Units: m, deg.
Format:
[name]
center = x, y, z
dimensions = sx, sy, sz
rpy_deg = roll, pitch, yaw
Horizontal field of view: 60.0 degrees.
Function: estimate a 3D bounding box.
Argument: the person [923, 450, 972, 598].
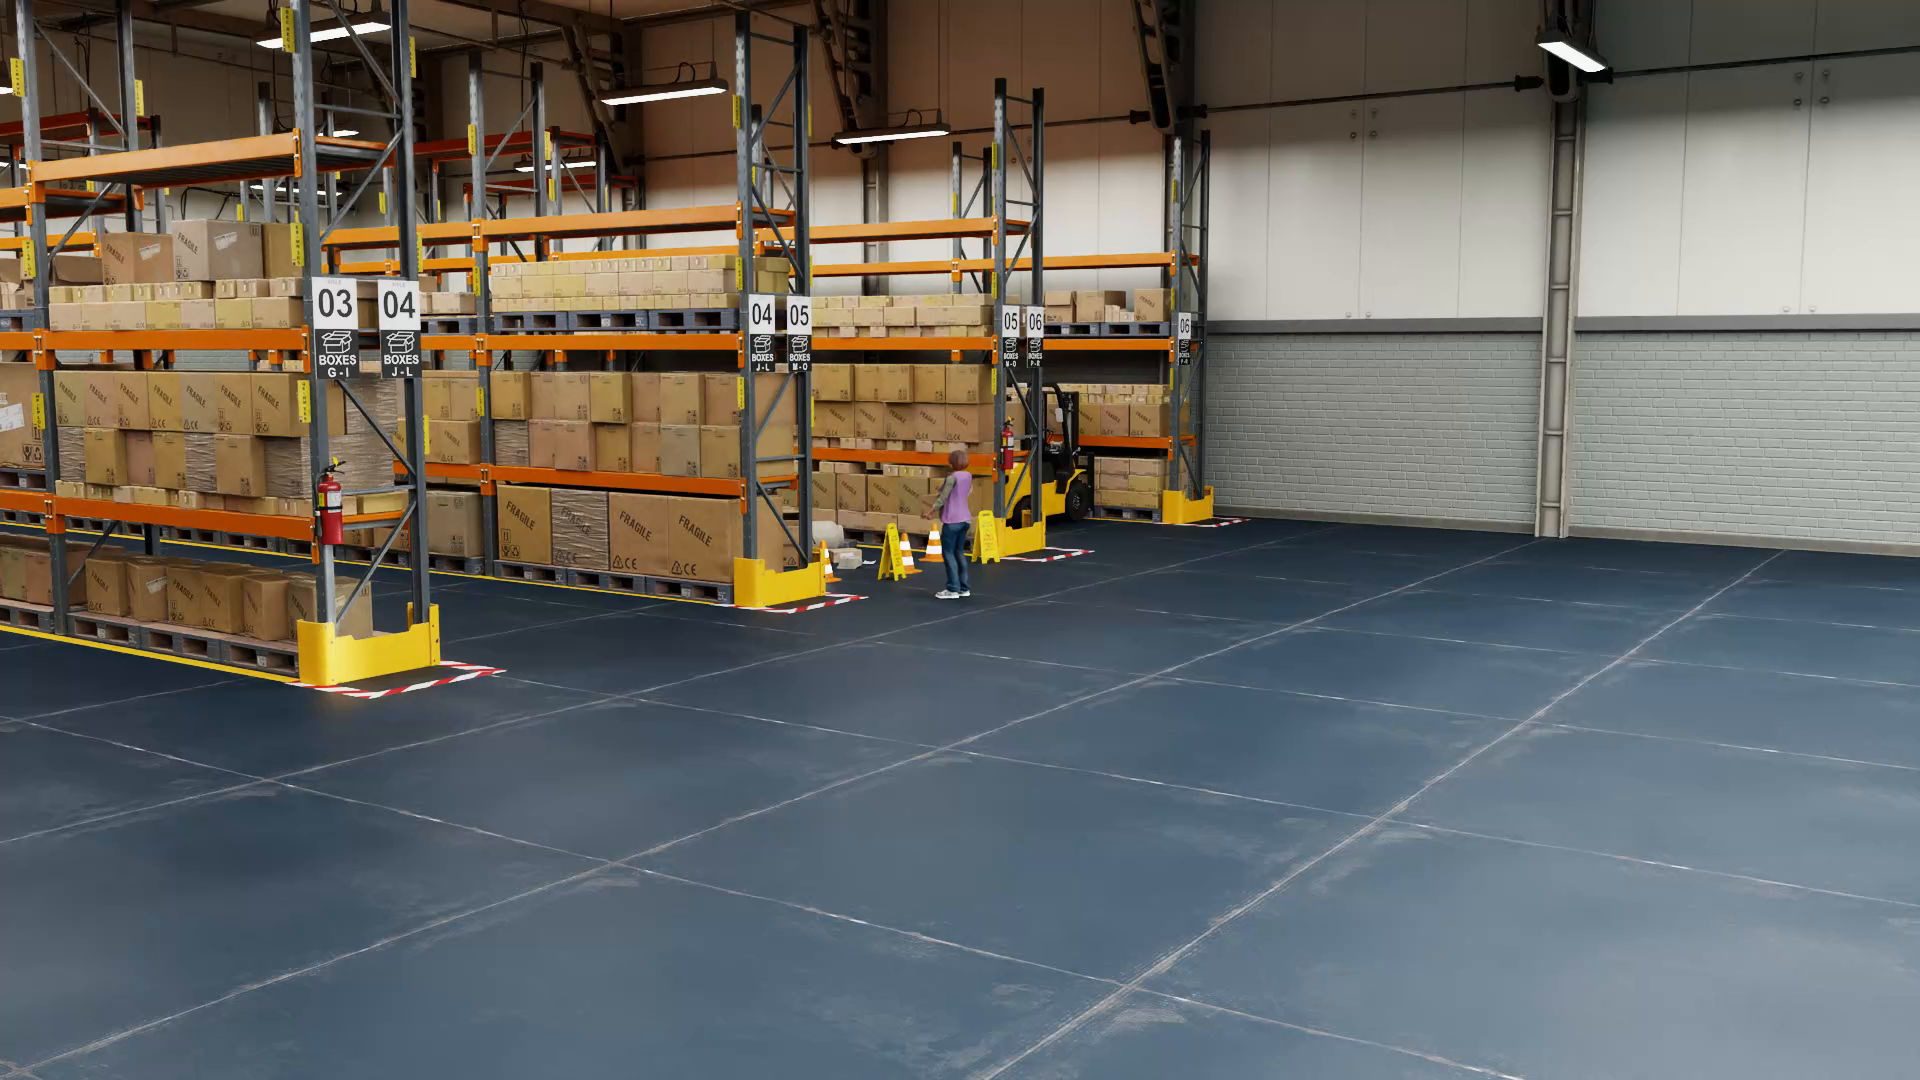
[person]
center = -0.123, -0.177, 17.770
dimensions = 0.497, 1.589, 0.405
rpy_deg = 4, 8, 34
